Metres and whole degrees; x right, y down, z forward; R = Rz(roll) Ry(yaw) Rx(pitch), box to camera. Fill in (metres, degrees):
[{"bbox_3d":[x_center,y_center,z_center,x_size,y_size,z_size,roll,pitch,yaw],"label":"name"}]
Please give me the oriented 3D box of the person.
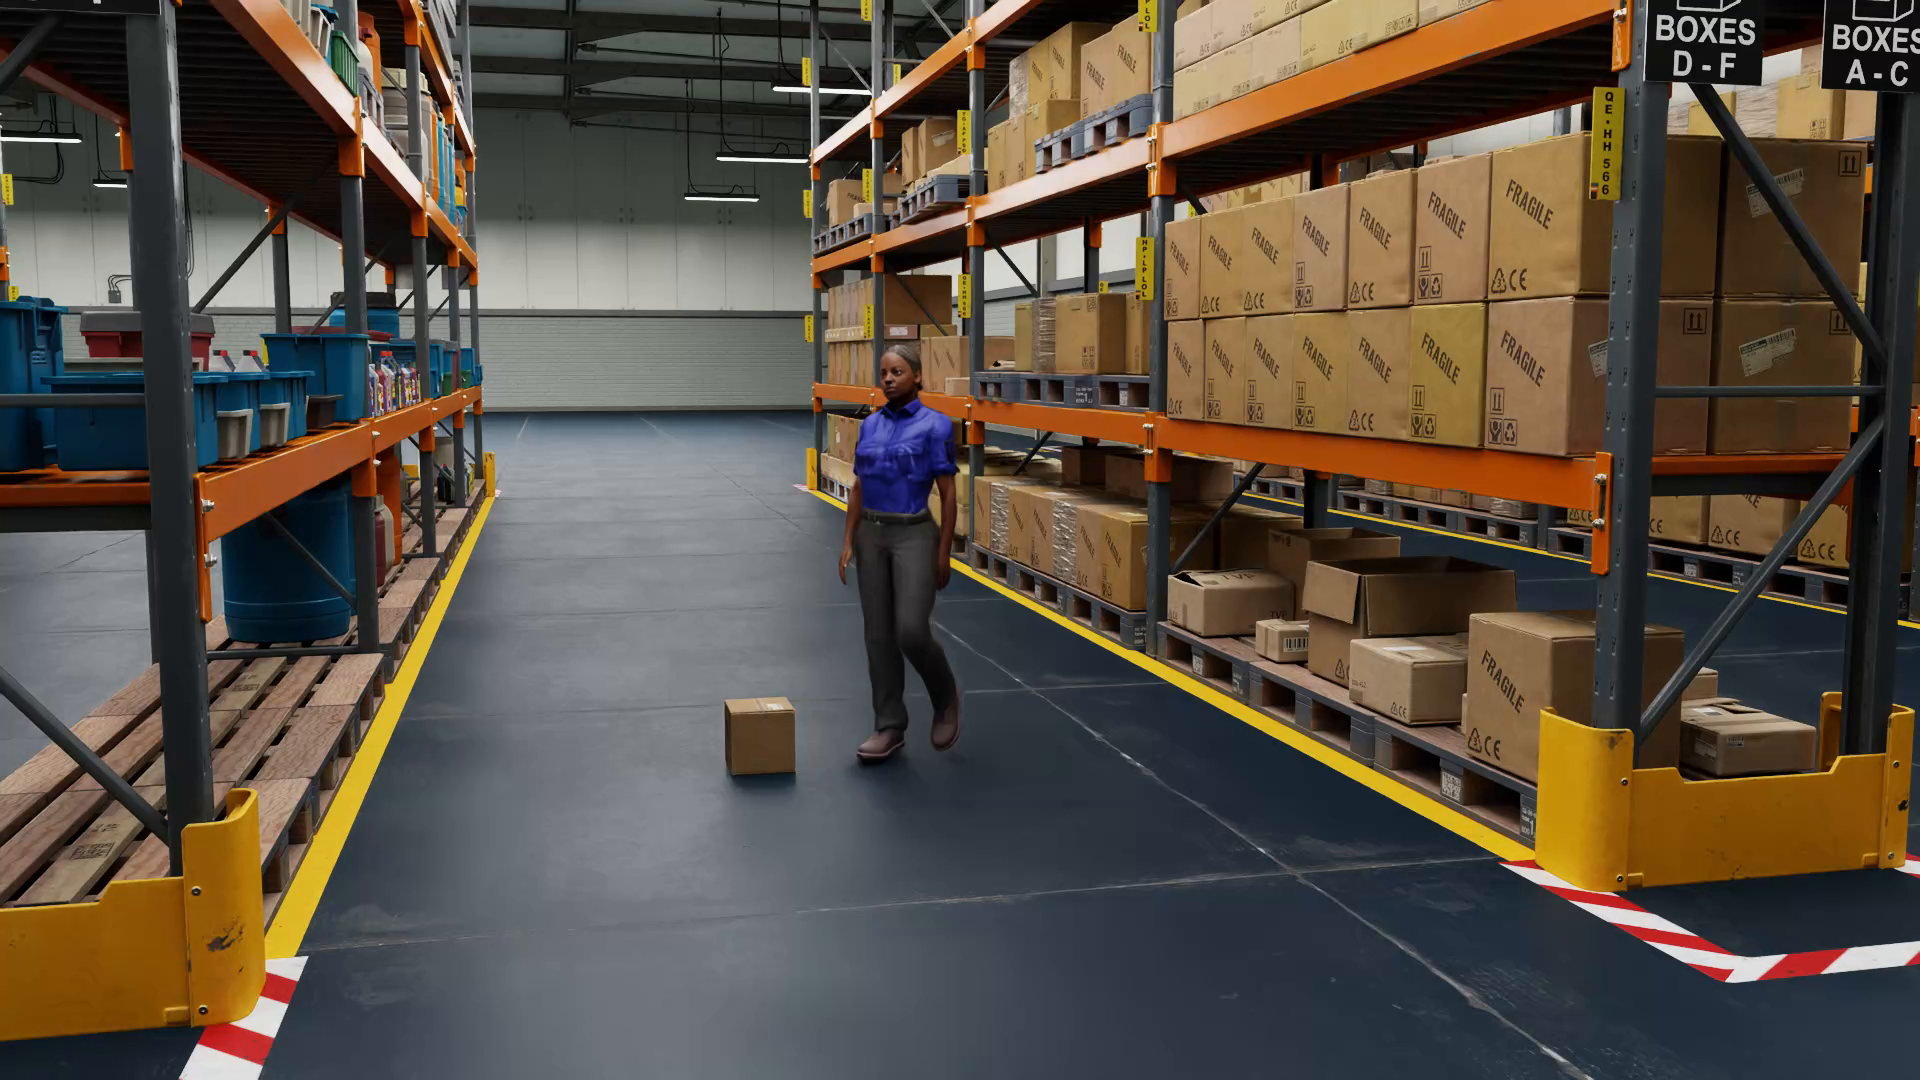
[{"bbox_3d":[-0.243,0.041,6.717,0.454,1.648,0.482,4,7,31],"label":"person"}]
